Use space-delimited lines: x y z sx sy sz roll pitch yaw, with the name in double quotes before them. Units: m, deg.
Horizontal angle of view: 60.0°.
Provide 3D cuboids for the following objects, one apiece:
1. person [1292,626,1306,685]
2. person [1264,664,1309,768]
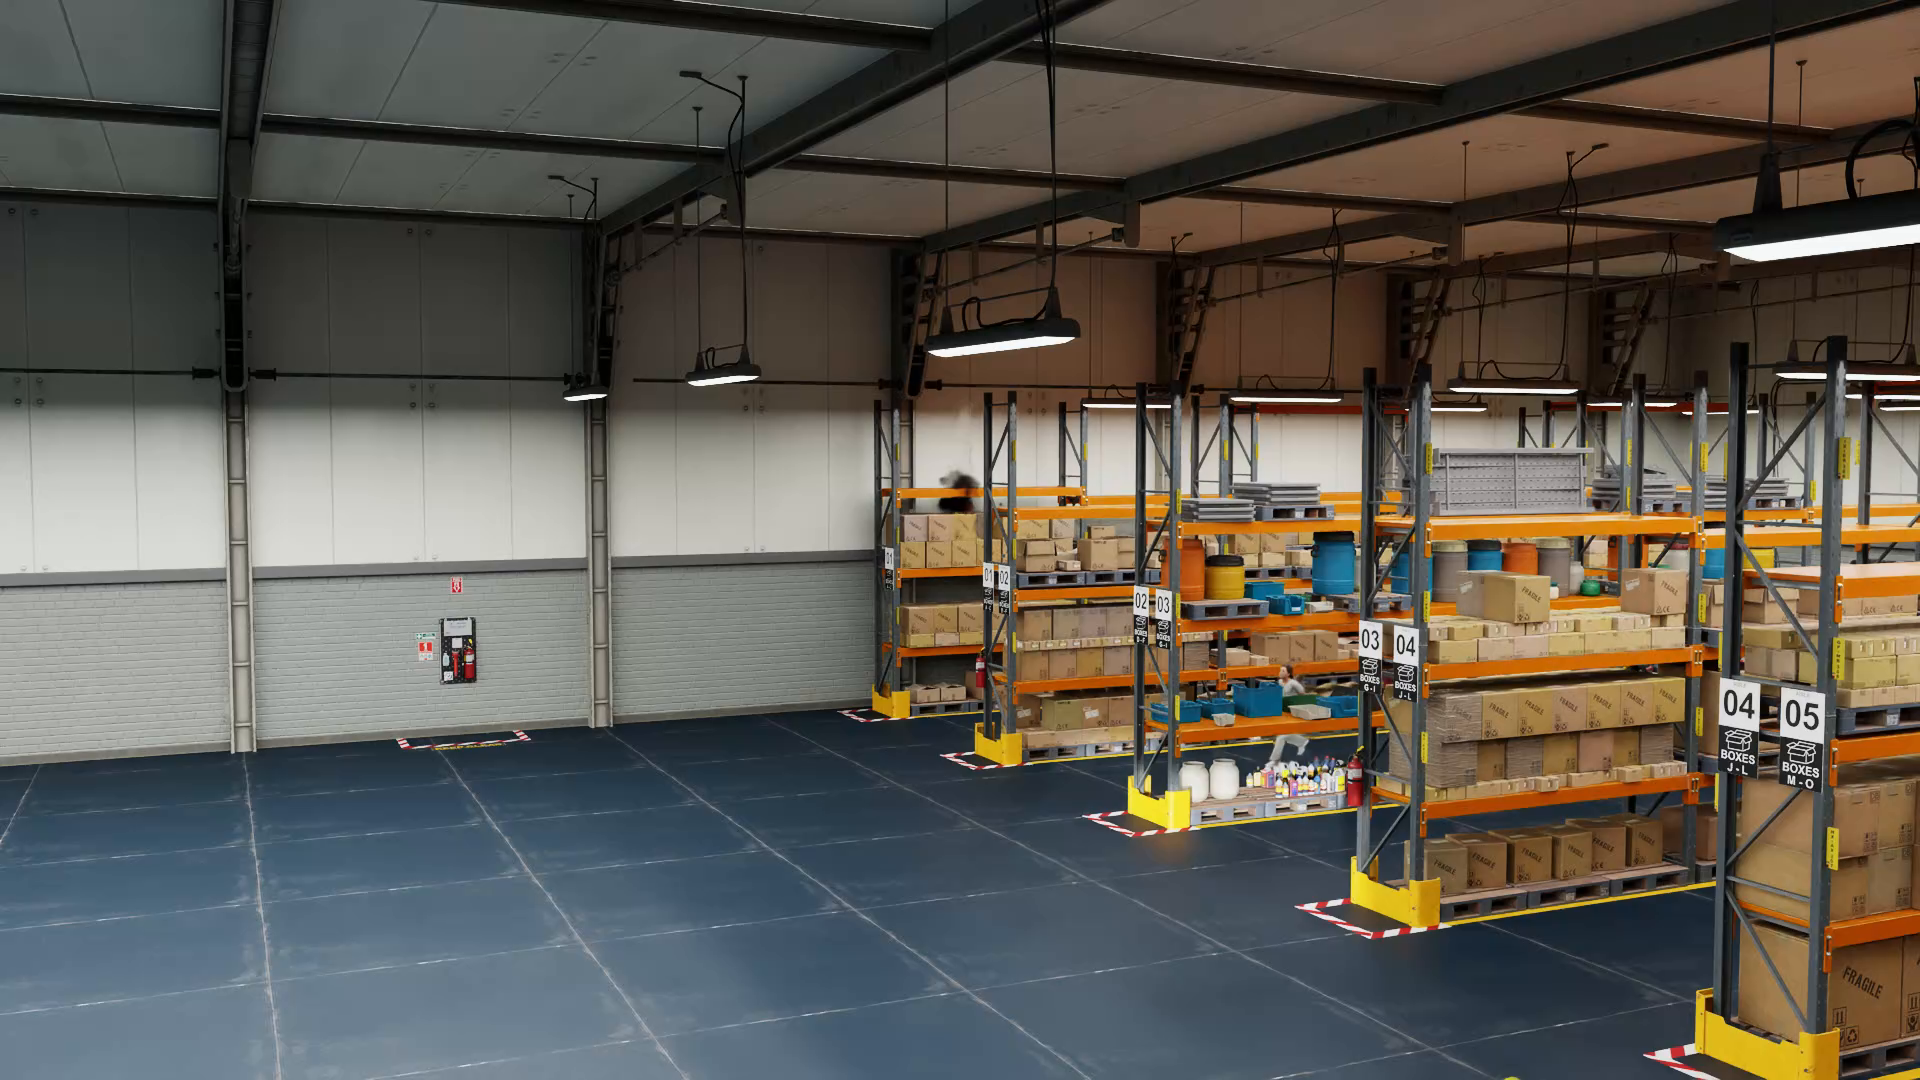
"person" 6.560 2.435 32.092 0.763 1.786 0.642 -2 4 -27
"person" 5.277 2.799 26.640 0.891 1.658 0.589 -2 4 -34
